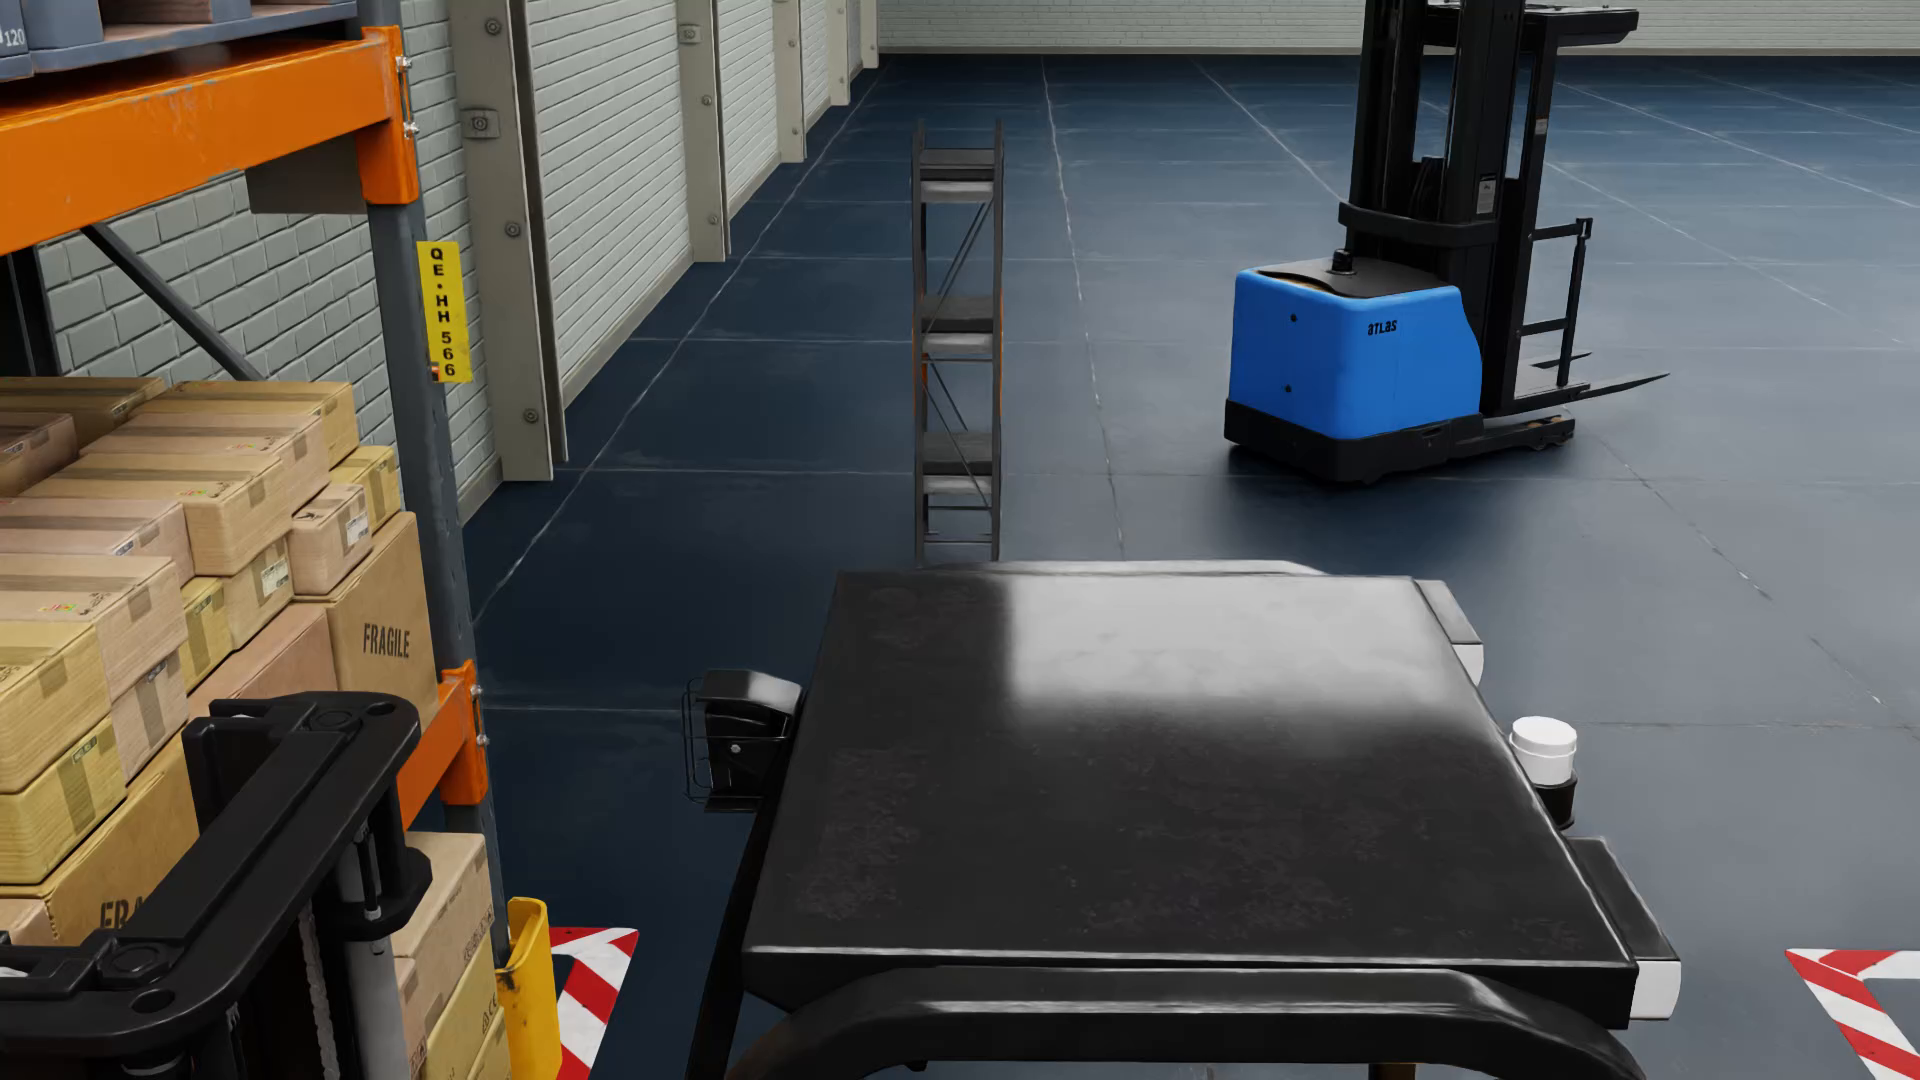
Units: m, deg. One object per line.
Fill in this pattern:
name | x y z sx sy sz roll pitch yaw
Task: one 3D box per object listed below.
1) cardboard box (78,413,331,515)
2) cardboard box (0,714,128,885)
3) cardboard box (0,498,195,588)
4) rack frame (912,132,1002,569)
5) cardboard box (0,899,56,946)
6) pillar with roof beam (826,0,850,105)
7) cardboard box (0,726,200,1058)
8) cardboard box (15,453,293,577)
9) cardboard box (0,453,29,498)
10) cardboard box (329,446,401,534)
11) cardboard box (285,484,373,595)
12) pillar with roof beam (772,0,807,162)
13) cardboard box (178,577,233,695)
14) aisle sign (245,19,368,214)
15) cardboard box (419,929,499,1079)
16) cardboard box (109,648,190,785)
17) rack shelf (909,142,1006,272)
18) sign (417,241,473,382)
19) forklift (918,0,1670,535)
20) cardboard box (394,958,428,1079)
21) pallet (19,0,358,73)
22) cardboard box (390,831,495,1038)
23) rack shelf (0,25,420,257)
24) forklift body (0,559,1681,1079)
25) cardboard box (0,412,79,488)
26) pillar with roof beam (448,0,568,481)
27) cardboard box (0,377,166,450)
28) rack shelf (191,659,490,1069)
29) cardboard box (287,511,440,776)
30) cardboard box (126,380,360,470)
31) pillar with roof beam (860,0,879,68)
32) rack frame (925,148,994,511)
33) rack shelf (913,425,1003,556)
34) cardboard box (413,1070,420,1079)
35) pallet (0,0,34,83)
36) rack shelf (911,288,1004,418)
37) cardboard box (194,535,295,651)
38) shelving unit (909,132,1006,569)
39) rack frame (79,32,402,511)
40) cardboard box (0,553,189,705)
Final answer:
cardboard box | -1.494 -0.144 3.308 0.380 0.149 0.250 1 21 2
cardboard box | -1.462 0.366 2.405 0.380 0.149 0.250 1 21 2
cardboard box | -1.557 0.040 2.834 0.380 0.149 0.250 1 21 2
rack frame | -0.012 -0.831 7.767 0.400 2.100 0.015 1 21 2
cardboard box | -1.514 0.811 2.154 0.500 0.500 0.500 1 21 2
pillar with roof beam | 2.394 -11.063 24.602 9.100 9.000 0.400 1 21 2
cardboard box | -1.510 0.629 2.623 0.500 0.500 0.500 0 21 1
cardboard box | -1.475 -0.049 3.063 0.380 0.149 0.250 1 21 3
cardboard box | -1.977 -0.057 3.082 0.380 0.149 0.250 1 21 3
cardboard box | -1.448 -0.099 3.601 0.380 0.149 0.250 1 21 2
cardboard box | -1.426 -0.006 3.362 0.380 0.149 0.250 1 21 2
pillar with roof beam | 2.211 -8.894 19.011 9.100 9.000 0.400 1 21 2
cardboard box | -1.514 0.177 2.892 0.380 0.149 0.250 0 21 1
aisle sign | -1.422 -1.110 3.650 0.394 0.787 0.004 1 21 2
cardboard box | -1.420 1.154 3.936 0.500 0.250 0.500 0 21 1
cardboard box | -1.475 0.274 2.641 0.380 0.149 0.250 0 21 0
rack shelf | -0.005 -1.559 7.747 0.431 0.518 0.480 1 21 2
sign | -1.175 -0.517 3.787 0.100 0.325 0.005 1 21 2
forklift | 2.141 -1.839 9.217 5.275 2.935 1.130 -12 24 -29
cardboard box | -1.429 1.097 3.394 0.500 0.250 0.500 1 21 3
pallet | -1.765 -0.980 2.883 1.003 0.211 1.213 1 21 2
cardboard box | -1.419 0.912 3.870 0.500 0.250 0.500 1 21 3
rack shelf | -1.778 -0.218 1.792 1.077 0.370 4.000 1 21 2
forklift body | 0.049 1.223 2.403 2.313 2.155 1.214 1 21 2
cardboard box | -2.012 -0.151 3.326 0.380 0.149 0.250 1 21 3
pillar with roof beam | 1.846 -4.555 7.828 9.100 9.000 0.400 1 21 2
cardboard box | -1.941 -0.247 3.572 0.380 0.149 0.250 0 21 1
rack shelf | -1.778 1.181 2.334 1.077 0.370 4.000 1 21 2
cardboard box | -1.470 0.256 3.584 0.500 0.500 0.500 0 21 0
cardboard box | -1.517 -0.234 3.539 0.380 0.149 0.250 1 21 2
pillar with roof beam | 2.576 -13.233 30.193 9.100 9.000 0.400 1 21 2
rack frame | 0.001 -1.007 8.222 0.380 1.831 0.006 1 21 2
rack shelf | -0.005 -0.254 8.253 0.431 0.518 0.480 1 21 2
cardboard box | -1.446 1.336 3.469 0.500 0.250 0.500 0 21 1
pallet | -1.799 -0.538 1.743 1.003 0.211 1.213 1 21 2
rack shelf | -0.005 -0.906 8.000 0.431 0.518 0.480 1 21 2
cardboard box | -1.495 0.087 3.122 0.380 0.149 0.250 1 21 3
shelving unit | -0.005 -0.918 7.993 0.431 2.100 0.499 1 21 2
rack frame | -1.714 0.122 4.068 0.949 2.616 0.053 1 21 2
cardboard box | -1.454 0.135 2.588 0.380 0.149 0.250 1 21 3
